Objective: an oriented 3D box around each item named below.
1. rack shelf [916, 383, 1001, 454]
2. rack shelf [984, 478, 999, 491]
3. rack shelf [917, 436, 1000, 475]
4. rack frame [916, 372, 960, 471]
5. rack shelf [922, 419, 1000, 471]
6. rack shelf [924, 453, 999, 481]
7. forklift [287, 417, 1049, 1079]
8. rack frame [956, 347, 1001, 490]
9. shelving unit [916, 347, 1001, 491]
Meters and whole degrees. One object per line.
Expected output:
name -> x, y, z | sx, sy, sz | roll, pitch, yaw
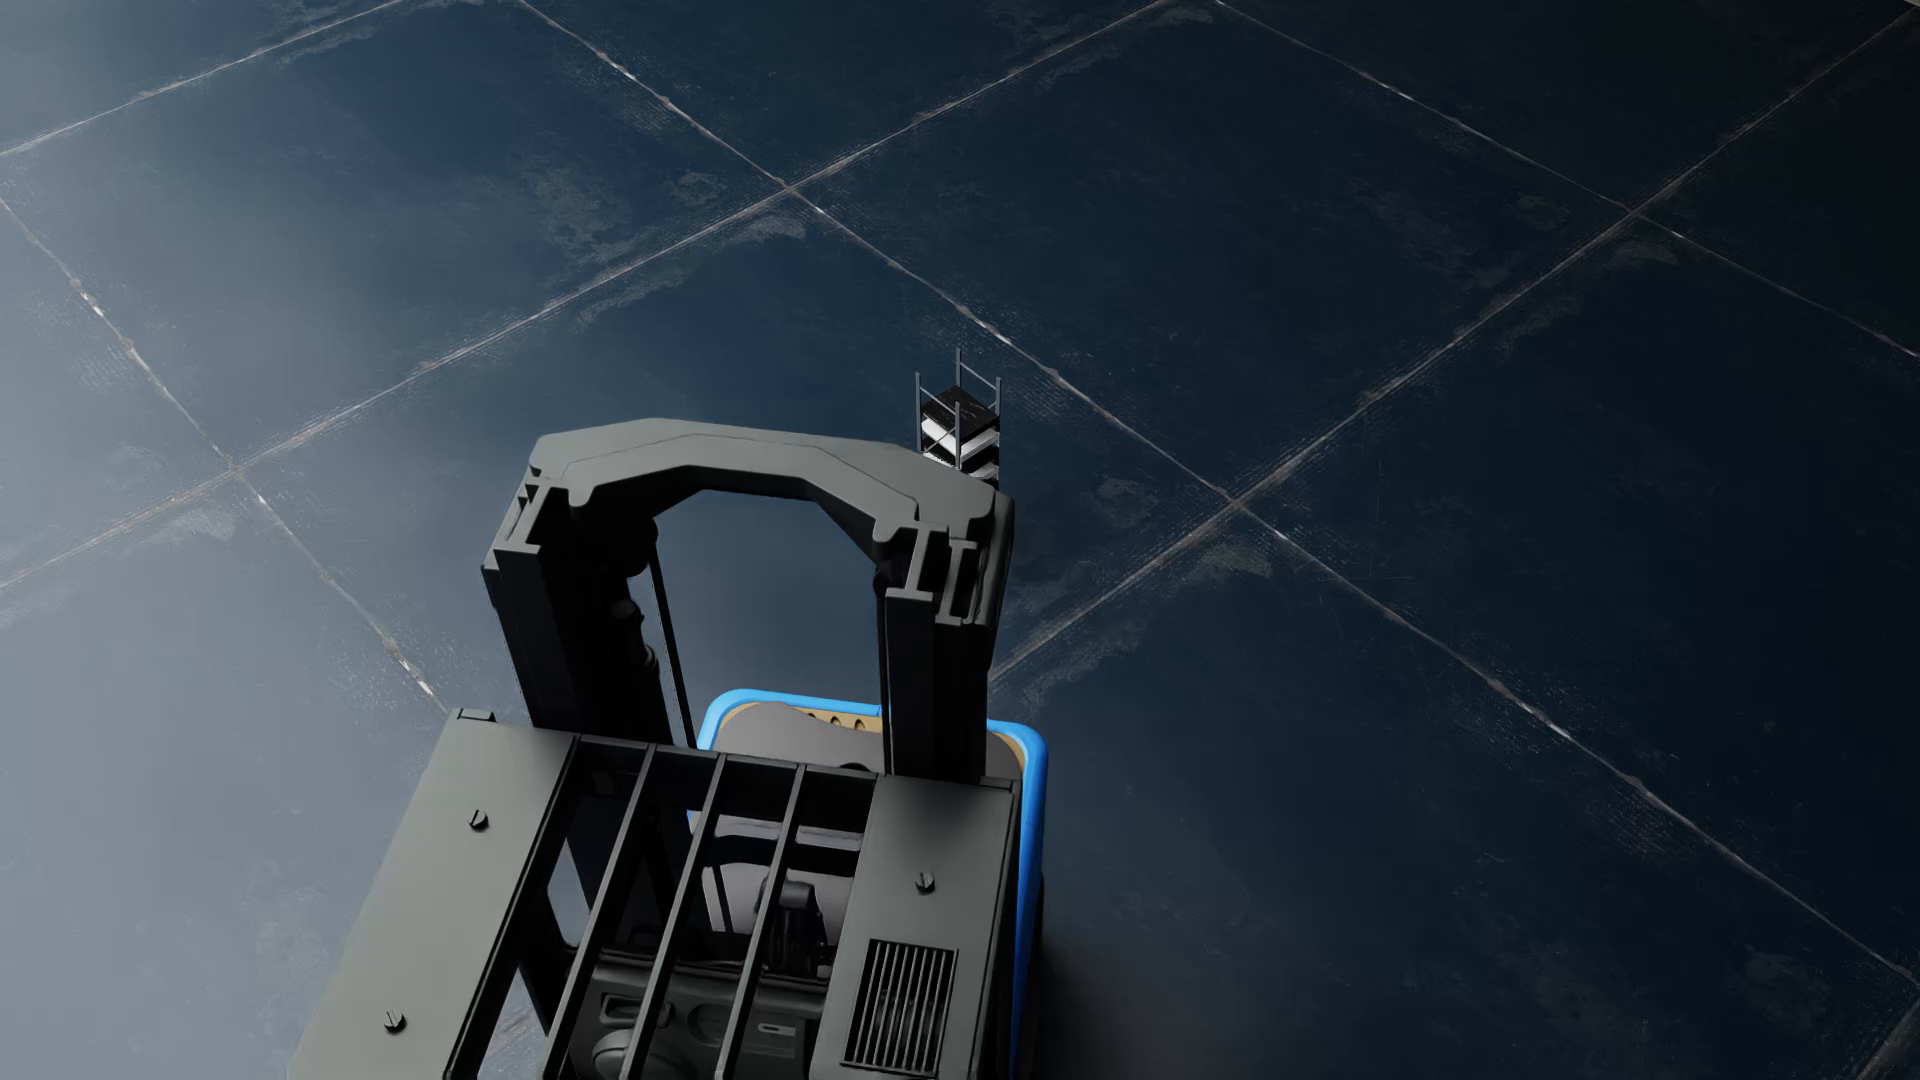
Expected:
rack shelf -> -0.006, -0.462, 6.295 | 0.200, 0.077, 0.258 | -34, 56, -27
rack shelf -> -0.006, -0.218, 6.559 | 0.200, 0.077, 0.258 | -34, 56, -27
rack shelf -> -0.006, -0.340, 6.427 | 0.200, 0.077, 0.258 | -34, 56, -27
rack frame -> -0.081, -0.251, 6.422 | 0.006, 0.900, 0.240 | -34, 56, -27
rack shelf -> -0.006, -0.401, 6.361 | 0.200, 0.077, 0.258 | -34, 56, -27
rack shelf -> -0.006, -0.279, 6.493 | 0.200, 0.077, 0.258 | -34, 56, -27
forklift -> -0.468, 1.293, 3.616 | 1.130, 2.935, 3.031 | 7, 48, 6
rack frame -> 0.069, -0.351, 6.515 | 0.006, 0.900, 0.240 | -34, 56, -27
shelving unit -> -0.006, -0.301, 6.469 | 0.210, 0.900, 0.258 | -34, 56, -27
